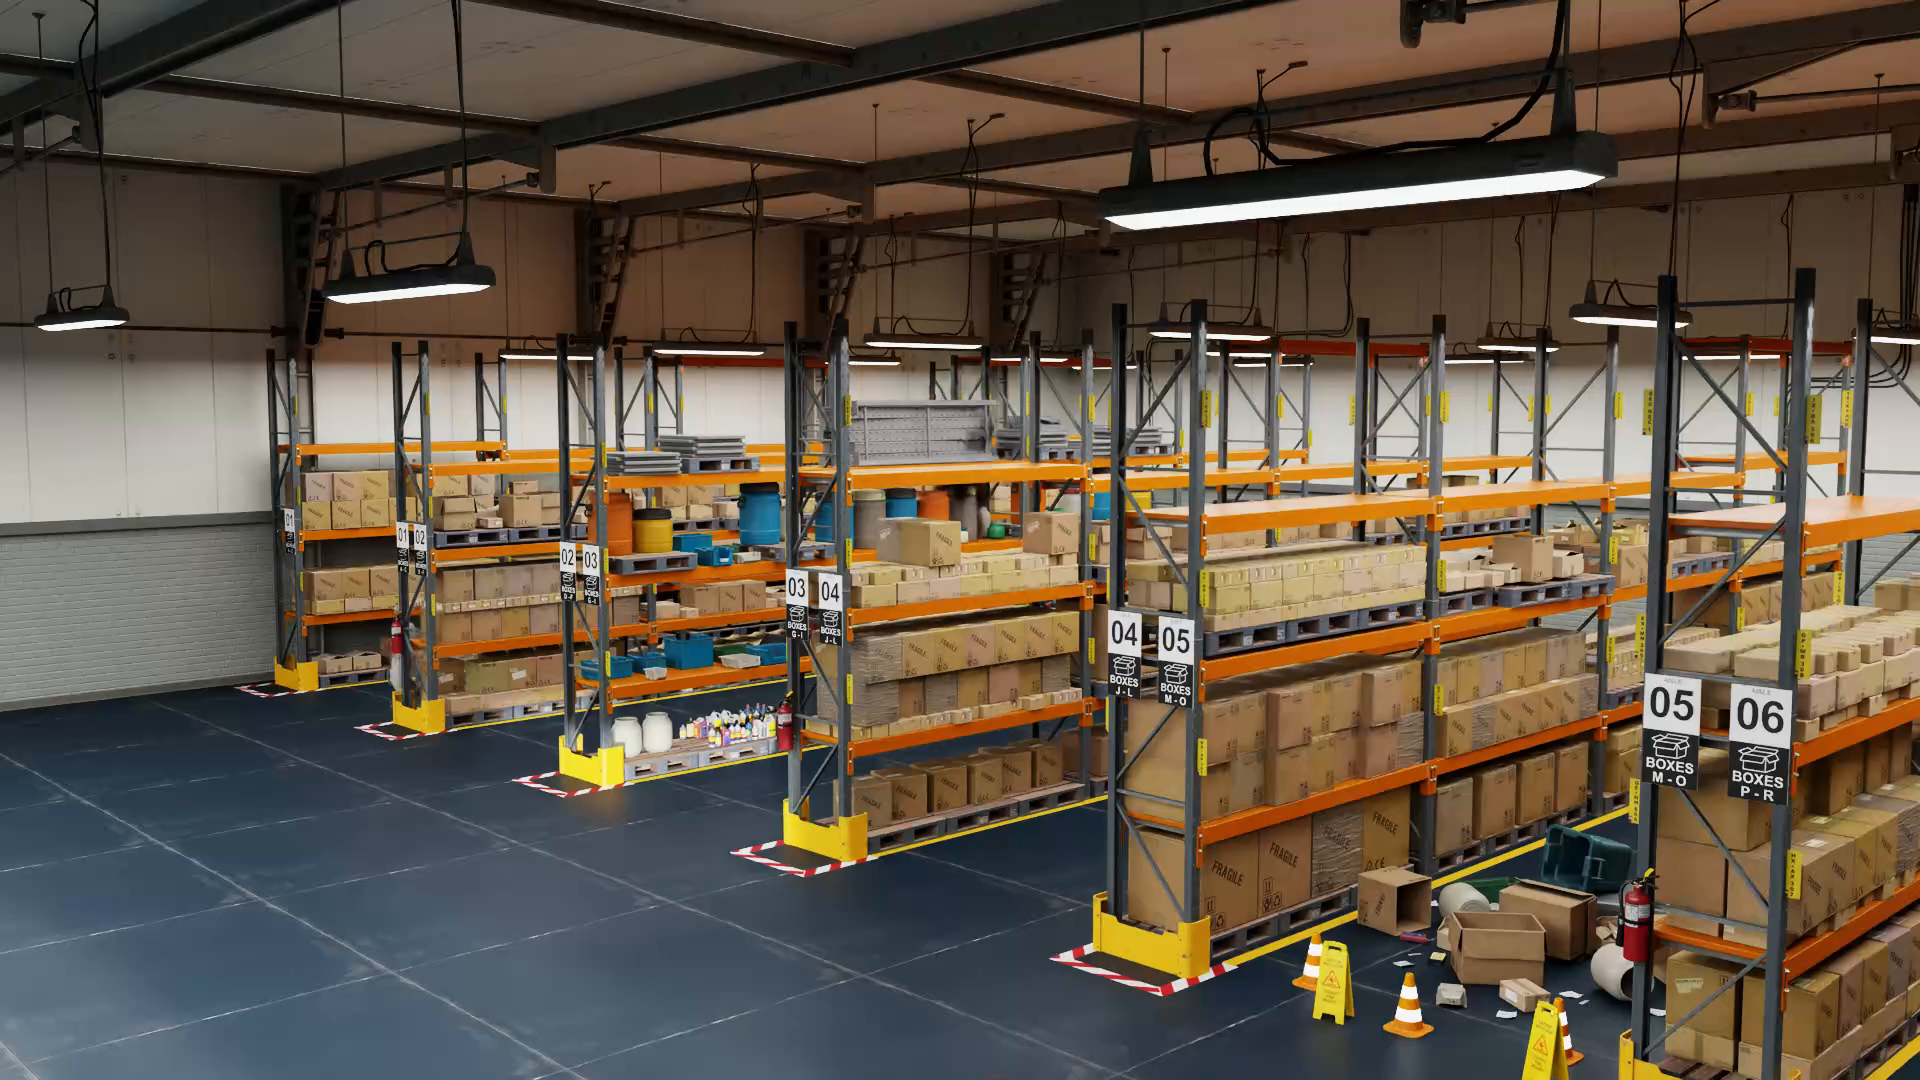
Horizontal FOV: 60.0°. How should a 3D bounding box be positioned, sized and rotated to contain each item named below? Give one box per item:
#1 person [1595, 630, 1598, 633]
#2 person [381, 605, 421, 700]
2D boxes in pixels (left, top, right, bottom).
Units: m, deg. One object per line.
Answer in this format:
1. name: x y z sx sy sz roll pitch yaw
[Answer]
1. person: 9.753 2.162 25.327 0.646 1.653 0.706 4 6 39
2. person: -9.189 1.930 27.430 0.660 1.746 0.618 5 7 44
